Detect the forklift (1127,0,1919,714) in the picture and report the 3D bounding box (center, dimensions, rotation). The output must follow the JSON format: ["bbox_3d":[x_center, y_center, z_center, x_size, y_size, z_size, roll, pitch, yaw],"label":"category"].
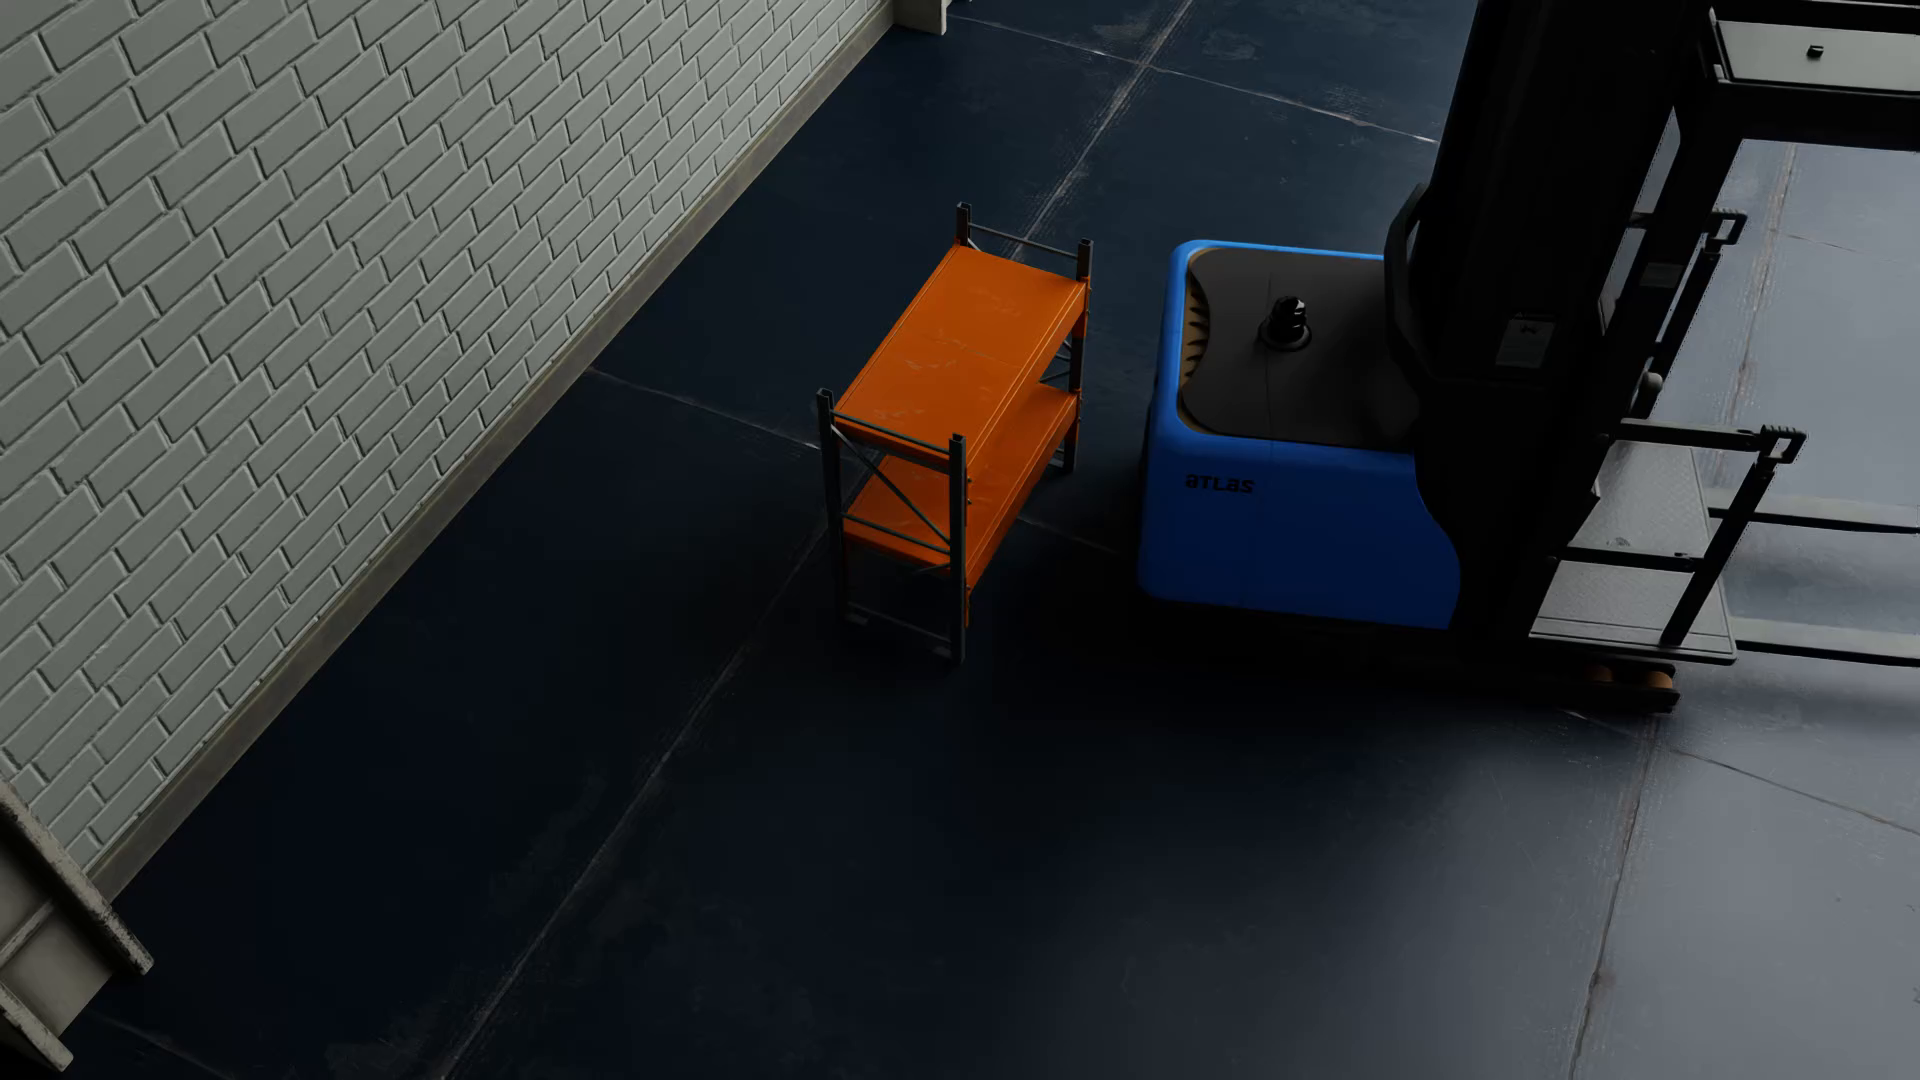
[{"bbox_3d":[2.153,-0.784,4.992,3.031,2.935,1.130,6,50,5],"label":"forklift"}]

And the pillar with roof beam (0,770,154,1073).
[{"bbox_3d":[1.182,-0.127,0.449,9.100,9.000,0.400,20,52,16],"label":"pillar with roof beam"}]

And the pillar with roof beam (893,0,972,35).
[{"bbox_3d":[3.745,-4.258,3.965,9.100,9.000,0.400,20,52,16],"label":"pillar with roof beam"}]

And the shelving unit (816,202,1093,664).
[{"bbox_3d":[0.003,-0.369,5.826,0.538,1.125,1.048,20,52,16],"label":"shelving unit"}]

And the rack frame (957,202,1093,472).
[{"bbox_3d":[0.220,-0.719,6.123,0.500,1.125,0.032,20,52,16],"label":"rack frame"}]

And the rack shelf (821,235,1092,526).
[{"bbox_3d":[0.003,-0.559,5.603,0.538,0.278,1.000,20,52,16],"label":"rack shelf"}]

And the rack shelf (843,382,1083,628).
[{"bbox_3d":[0.003,-0.211,6.012,0.538,0.278,1.000,20,52,16],"label":"rack shelf"}]

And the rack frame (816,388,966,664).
[{"bbox_3d":[-0.214,-0.019,5.528,0.500,1.125,0.032,20,52,16],"label":"rack frame"}]
